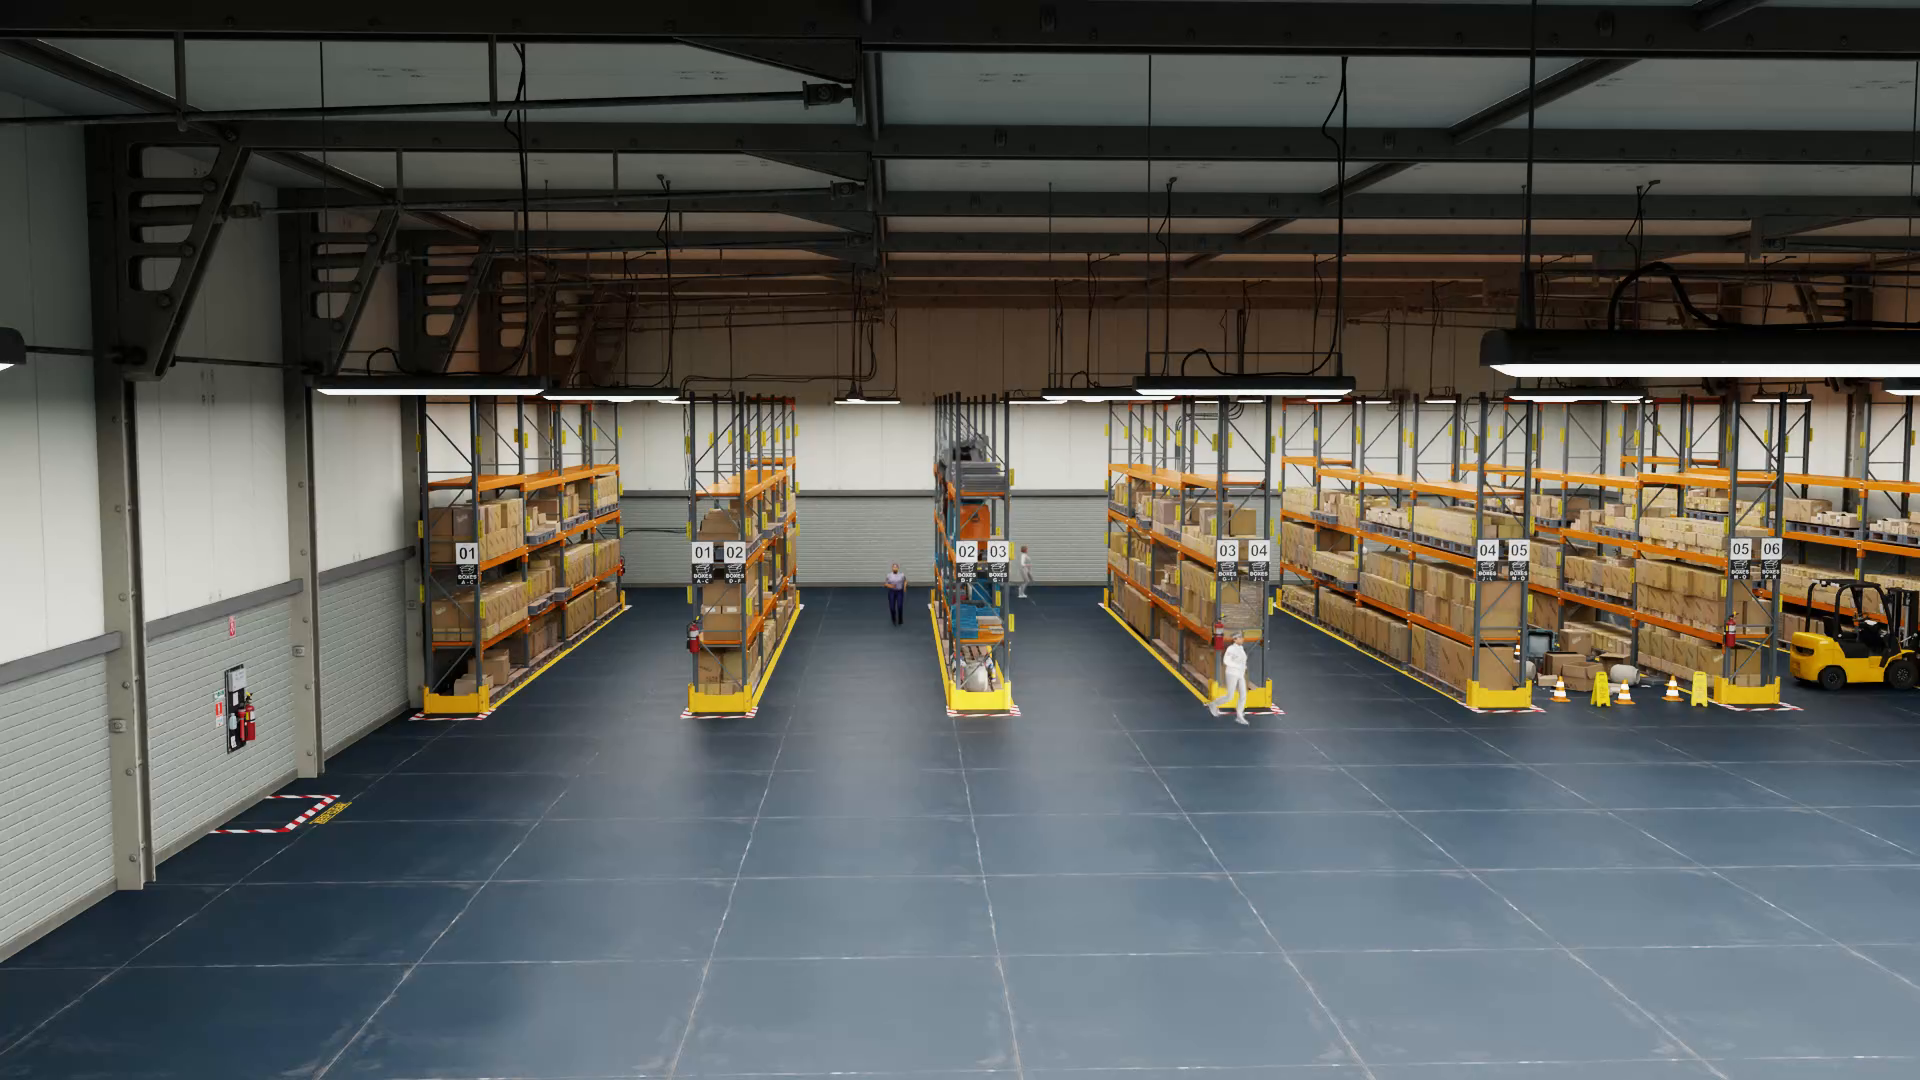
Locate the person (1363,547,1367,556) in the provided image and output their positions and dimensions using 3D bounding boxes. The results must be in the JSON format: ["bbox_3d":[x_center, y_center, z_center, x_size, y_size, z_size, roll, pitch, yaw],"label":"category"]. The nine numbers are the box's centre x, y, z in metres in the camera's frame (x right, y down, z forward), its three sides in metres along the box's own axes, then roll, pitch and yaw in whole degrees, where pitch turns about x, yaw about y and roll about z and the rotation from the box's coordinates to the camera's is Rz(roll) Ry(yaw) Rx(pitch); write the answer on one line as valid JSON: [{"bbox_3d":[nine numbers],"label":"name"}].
[{"bbox_3d":[11.432,1.079,47.242,0.627,1.781,1.107,-1,5,-7],"label":"person"}]

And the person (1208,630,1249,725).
[{"bbox_3d":[4.966,2.470,30.254,0.813,1.700,0.628,4,6,43],"label":"person"}]

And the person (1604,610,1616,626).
[{"bbox_3d":[16.270,1.562,41.576,0.572,1.685,0.886,-1,5,-10],"label":"person"}]

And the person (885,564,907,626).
[{"bbox_3d":[-1.668,1.430,43.407,0.579,1.629,0.643,0,5,-2],"label":"person"}]

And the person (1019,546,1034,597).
[{"bbox_3d":[2.010,0.948,49.843,0.534,1.557,0.523,1,5,16],"label":"person"}]
